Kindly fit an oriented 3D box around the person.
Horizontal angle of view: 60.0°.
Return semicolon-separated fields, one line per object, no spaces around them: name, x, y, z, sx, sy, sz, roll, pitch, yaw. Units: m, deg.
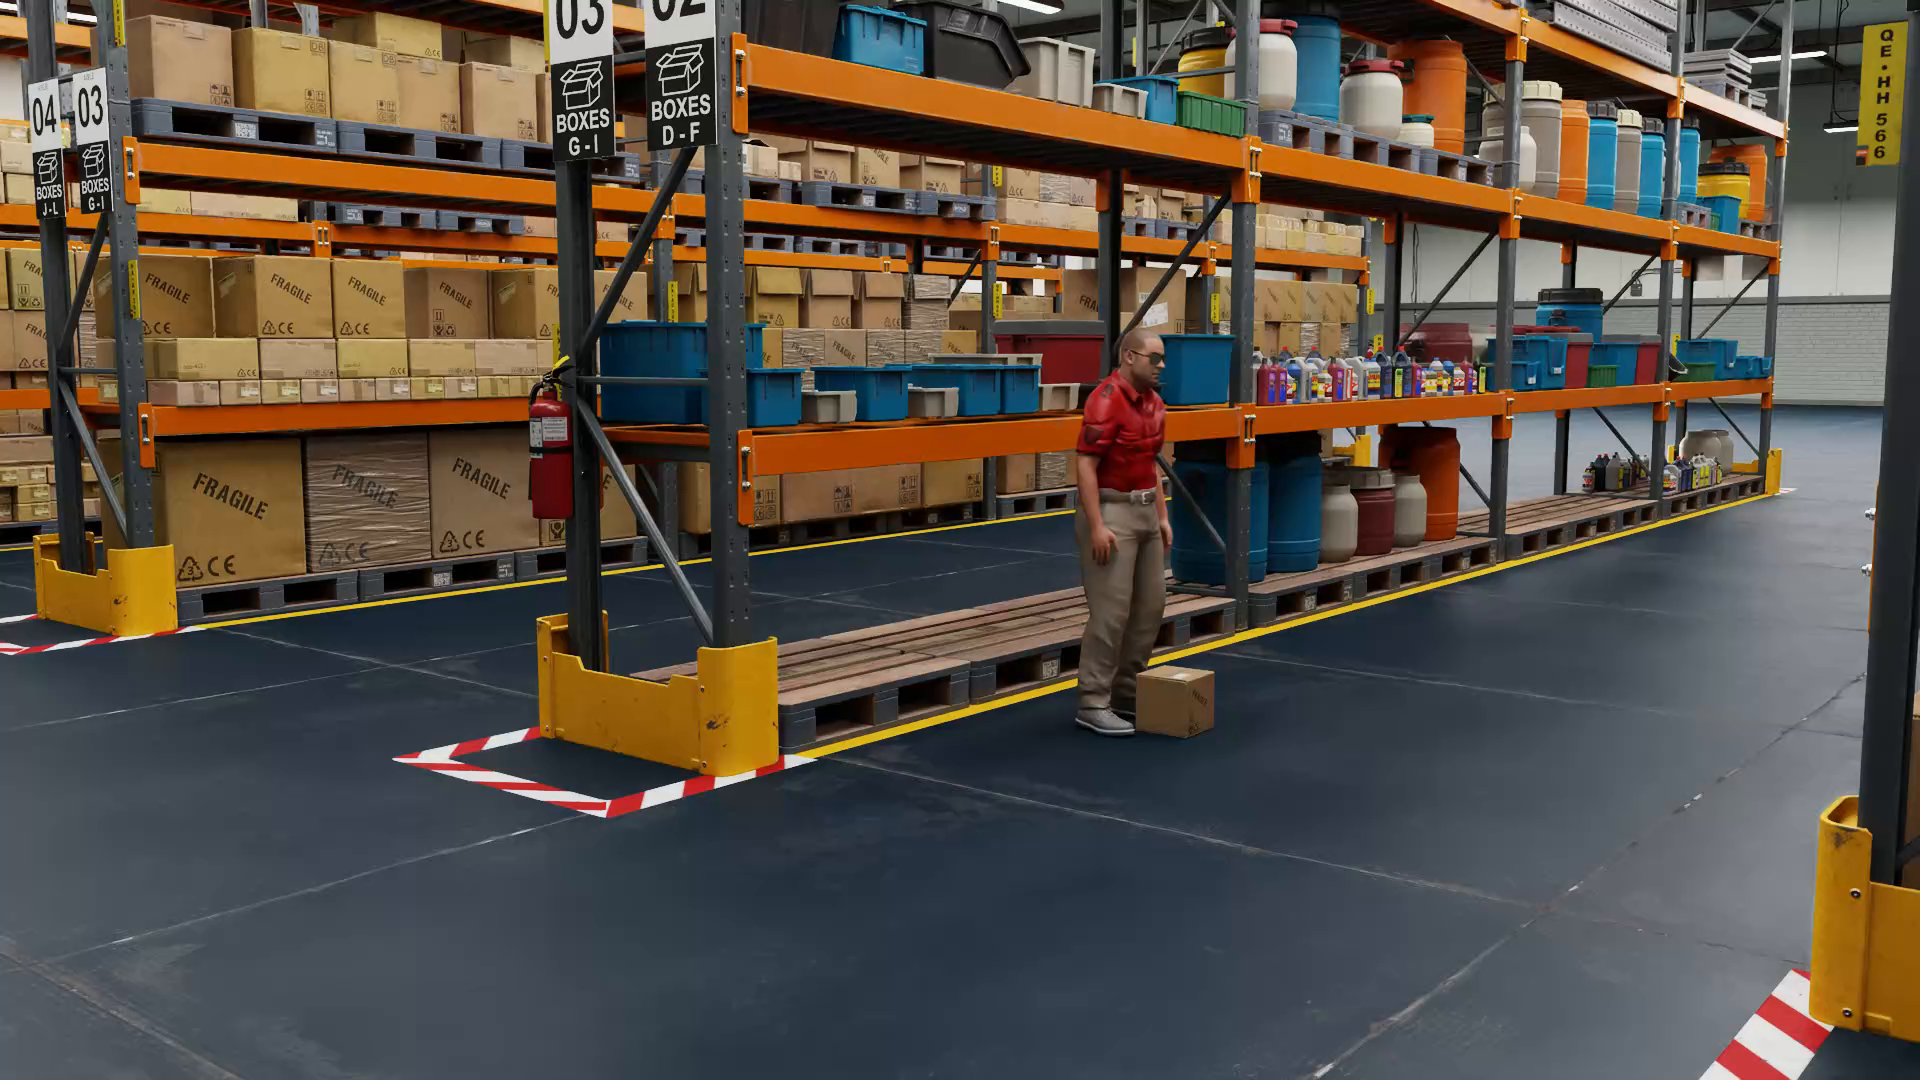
person;0.725;-0.054;7.253;0.393;1.727;0.585;5;9;39
